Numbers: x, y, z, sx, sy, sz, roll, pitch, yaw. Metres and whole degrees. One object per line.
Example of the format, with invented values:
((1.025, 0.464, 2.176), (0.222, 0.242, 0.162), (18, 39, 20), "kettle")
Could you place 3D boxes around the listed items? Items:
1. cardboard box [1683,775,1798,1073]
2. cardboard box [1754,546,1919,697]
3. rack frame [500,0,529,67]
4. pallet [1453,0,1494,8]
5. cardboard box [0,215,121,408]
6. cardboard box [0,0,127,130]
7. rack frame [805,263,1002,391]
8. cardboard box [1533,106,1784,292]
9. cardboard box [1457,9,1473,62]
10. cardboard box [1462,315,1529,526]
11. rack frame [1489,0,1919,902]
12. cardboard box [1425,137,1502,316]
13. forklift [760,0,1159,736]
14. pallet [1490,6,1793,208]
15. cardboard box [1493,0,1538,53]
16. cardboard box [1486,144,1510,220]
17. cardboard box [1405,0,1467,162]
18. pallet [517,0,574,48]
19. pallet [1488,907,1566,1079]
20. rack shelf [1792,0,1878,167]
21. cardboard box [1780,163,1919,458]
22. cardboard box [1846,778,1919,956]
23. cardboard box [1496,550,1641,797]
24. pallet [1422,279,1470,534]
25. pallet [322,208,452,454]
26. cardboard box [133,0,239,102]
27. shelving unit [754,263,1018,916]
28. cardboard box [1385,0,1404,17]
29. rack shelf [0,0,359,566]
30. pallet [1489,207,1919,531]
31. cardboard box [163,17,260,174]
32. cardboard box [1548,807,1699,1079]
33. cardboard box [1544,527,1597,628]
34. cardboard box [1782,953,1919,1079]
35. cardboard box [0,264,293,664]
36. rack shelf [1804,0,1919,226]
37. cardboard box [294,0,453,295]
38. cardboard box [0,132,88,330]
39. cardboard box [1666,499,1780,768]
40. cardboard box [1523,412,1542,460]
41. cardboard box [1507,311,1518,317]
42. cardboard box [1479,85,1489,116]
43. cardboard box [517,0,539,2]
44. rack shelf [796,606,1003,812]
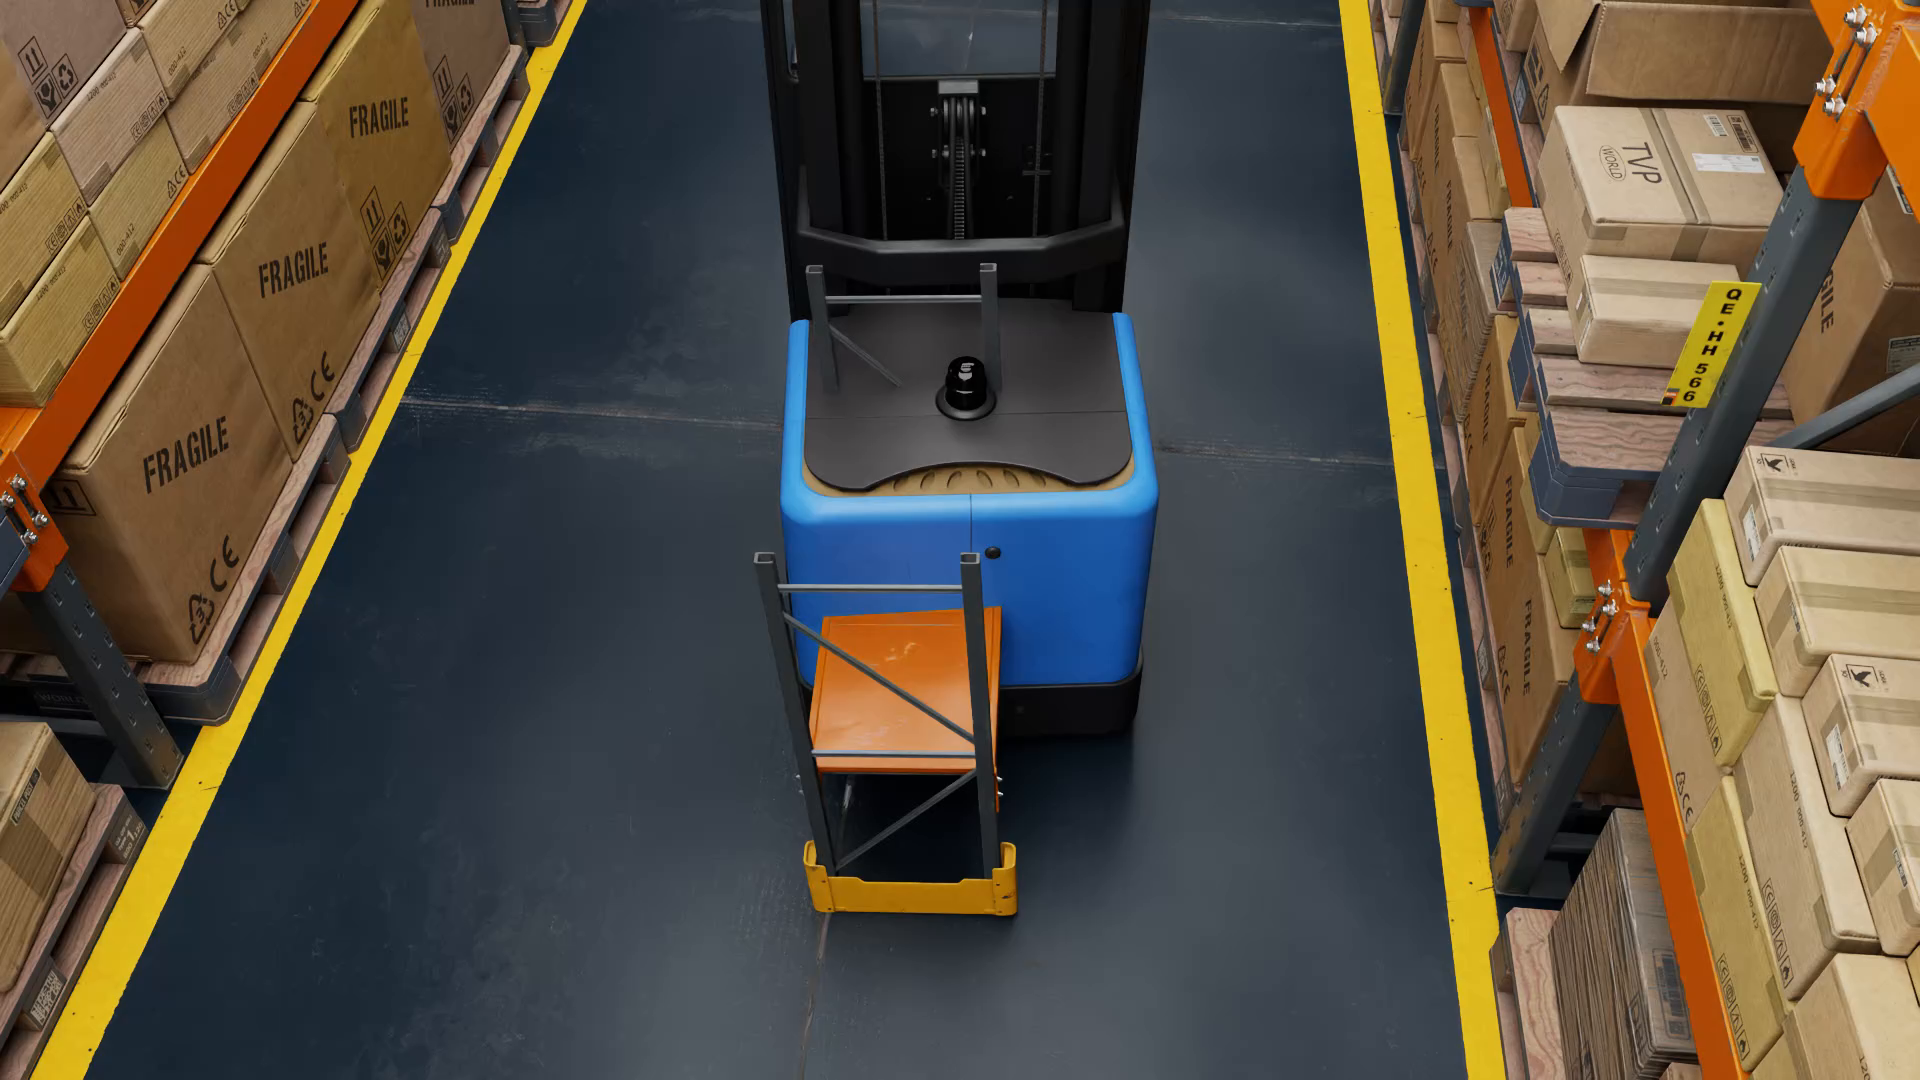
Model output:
((1.716, 0.734, 3.147), (0.500, 0.250, 0.500), (3, 48, 3), "cardboard box")
((1.705, 0.163, 3.061), (0.380, 0.149, 0.250), (5, 48, 4), "cardboard box")
((-2.529, -3.266, 6.704), (1.000, 3.000, 0.127), (4, 48, 4), "rack frame")
((2.233, -2.290, 5.942), (1.003, 0.211, 1.213), (4, 48, 4), "pallet")
((-2.598, -0.618, 4.384), (0.500, 0.250, 0.500), (3, 48, 3), "cardboard box")
((-2.569, -1.408, 4.260), (0.500, 0.500, 0.500), (4, 48, 4), "cardboard box")
((-0.116, -0.205, 4.901), (0.500, 1.500, 0.032), (0, 48, 4), "rack frame")
((1.824, -0.883, 4.342), (0.500, 0.250, 0.500), (2, 48, 2), "cardboard box")
((2.169, -1.997, 6.514), (0.380, 0.149, 0.250), (3, 48, 2), "cardboard box")
((1.976, -0.370, 5.465), (0.500, 0.500, 0.500), (6, 48, 5), "cardboard box")
((2.050, 0.005, 3.713), (1.000, 3.000, 0.127), (4, 48, 4), "rack frame")
((2.058, -1.134, 6.164), (0.500, 0.500, 0.500), (3, 48, 2), "cardboard box")
((-0.022, -1.453, 5.092), (1.130, 2.935, 3.031), (-1, 48, -1), "forklift")
((2.223, -1.360, 5.091), (1.003, 0.211, 1.213), (4, 48, 4), "pallet")
((2.029, -1.812, 5.022), (0.700, 0.500, 0.500), (4, 48, 3), "cardboard box")
((2.061, -1.242, 5.823), (0.380, 0.149, 0.250), (5, 48, 5), "cardboard box")
((2.147, -1.892, 6.857), (0.500, 0.500, 0.500), (6, 48, 5), "cardboard box")
((-2.381, -2.878, 8.239), (1.003, 0.211, 1.213), (4, 48, 4), "pallet")
((1.936, 1.548, 4.191), (1.003, 0.211, 1.213), (4, 48, 4), "pallet")
((2.232, -2.234, 4.216), (1.077, 0.370, 4.000), (4, 48, 4), "rack shelf")
((2.253, -0.538, 3.857), (0.500, 0.500, 0.500), (6, 48, 5), "cardboard box")
((1.696, 0.546, 2.710), (0.380, 0.149, 0.250), (4, 48, 4), "cardboard box")
((1.875, 0.382, 4.778), (0.500, 0.500, 0.500), (5, 48, 5), "cardboard box")
((2.270, -0.494, 6.059), (1.003, 0.211, 1.213), (4, 48, 4), "pallet")
((-2.632, -0.853, 6.387), (1.003, 0.211, 1.213), (4, 48, 4), "pallet")
((-2.495, -1.545, 4.893), (0.500, 0.250, 0.500), (4, 48, 3), "cardboard box")
((-0.141, 0.164, 4.565), (0.587, 1.500, 1.083), (0, 48, 4), "shelving unit")
((2.173, -2.543, 7.691), (0.380, 0.149, 0.250), (3, 48, 2), "cardboard box")
((-2.711, -1.553, 5.625), (1.077, 0.370, 4.000), (4, 48, 4), "rack shelf")
((2.042, -0.433, 4.243), (1.213, 0.211, 1.003), (4, 48, 4), "pallet")
((-2.515, -1.382, 5.083), (0.500, 0.250, 0.500), (5, 48, 5), "cardboard box")
((1.980, 1.122, 4.016), (0.875, 0.625, 0.625), (5, 48, 5), "cardboard box")
((1.843, 0.108, 4.588), (0.380, 0.149, 0.250), (2, 48, 2), "cardboard box")
((1.654, 0.948, 2.613), (0.500, 0.250, 0.500), (3, 48, 3), "cardboard box")
((-2.747, -0.253, 5.104), (0.875, 0.875, 0.875), (3, 48, 3), "cardboard box")
((1.868, 0.705, 1.527), (1.077, 0.370, 4.000), (4, 48, 4), "rack shelf")
((-2.580, -1.565, 6.304), (0.875, 0.875, 0.875), (5, 48, 5), "cardboard box")
((-2.601, -0.800, 4.212), (0.500, 0.250, 0.500), (4, 48, 3), "cardboard box")
((1.742, 0.195, 3.302), (0.500, 0.250, 0.500), (4, 48, 3), "cardboard box")
((1.905, -0.285, 4.948), (0.380, 0.149, 0.250), (2, 48, 2), "cardboard box")
((1.992, -0.865, 5.478), (0.380, 0.149, 0.250), (2, 48, 2), "cardboard box")
((2.145, -1.605, 6.155), (0.380, 0.149, 0.250), (3, 48, 3), "cardboard box")
((-2.365, -2.997, 7.910), (0.875, 0.438, 0.875), (3, 48, 3), "cardboard box")
((-0.132, 0.292, 4.692), (0.538, 0.185, 1.000), (0, 48, 4), "rack shelf")
